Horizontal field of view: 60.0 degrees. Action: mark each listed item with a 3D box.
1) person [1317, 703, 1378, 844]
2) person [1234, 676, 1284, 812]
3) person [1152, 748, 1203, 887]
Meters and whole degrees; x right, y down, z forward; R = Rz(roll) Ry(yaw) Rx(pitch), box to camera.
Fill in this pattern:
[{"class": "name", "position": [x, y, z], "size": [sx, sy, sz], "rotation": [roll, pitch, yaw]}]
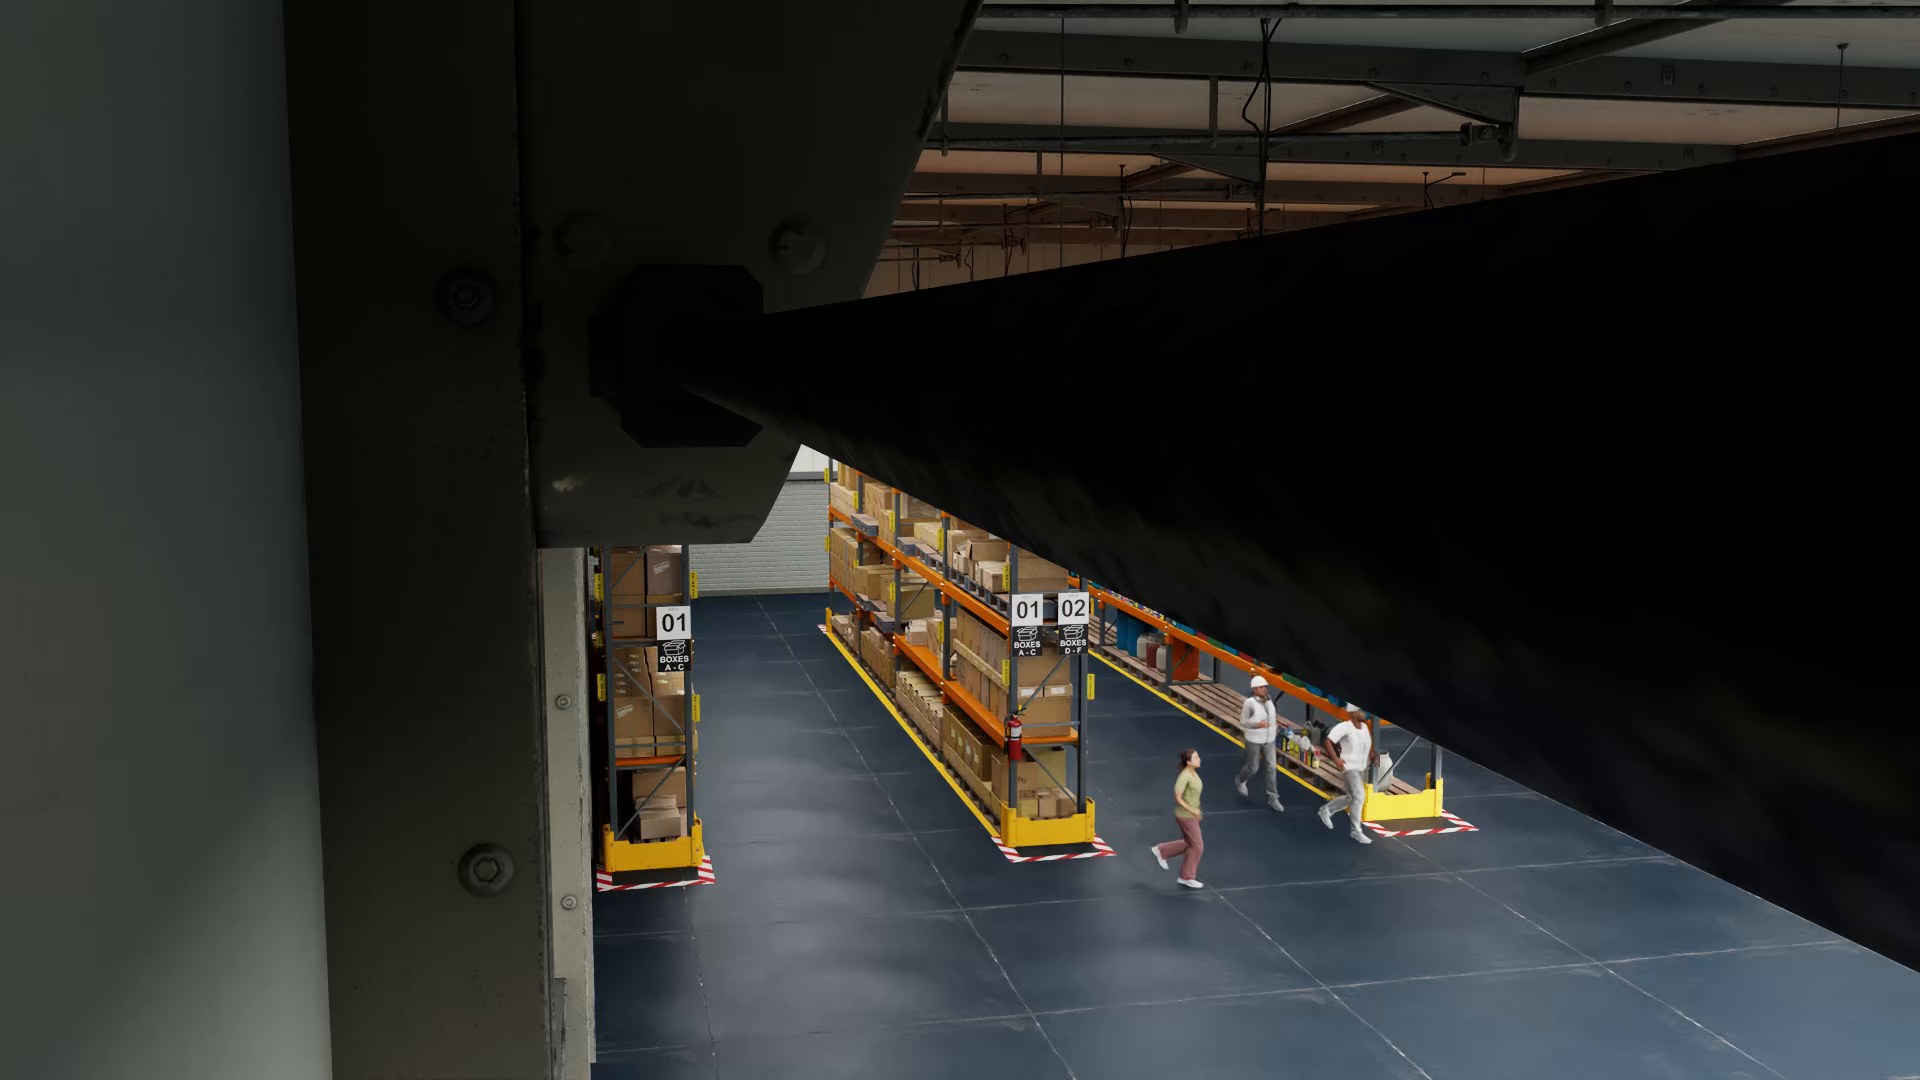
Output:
[{"class": "person", "position": [5.032, 2.938, 21.390], "size": [0.823, 1.757, 0.732], "rotation": [6, 9, 42]}, {"class": "person", "position": [4.090, 2.736, 22.705], "size": [0.657, 1.776, 0.950], "rotation": [-3, 7, -24]}, {"class": "person", "position": [2.562, 3.227, 19.458], "size": [0.630, 1.657, 0.590], "rotation": [2, 7, 19]}]
